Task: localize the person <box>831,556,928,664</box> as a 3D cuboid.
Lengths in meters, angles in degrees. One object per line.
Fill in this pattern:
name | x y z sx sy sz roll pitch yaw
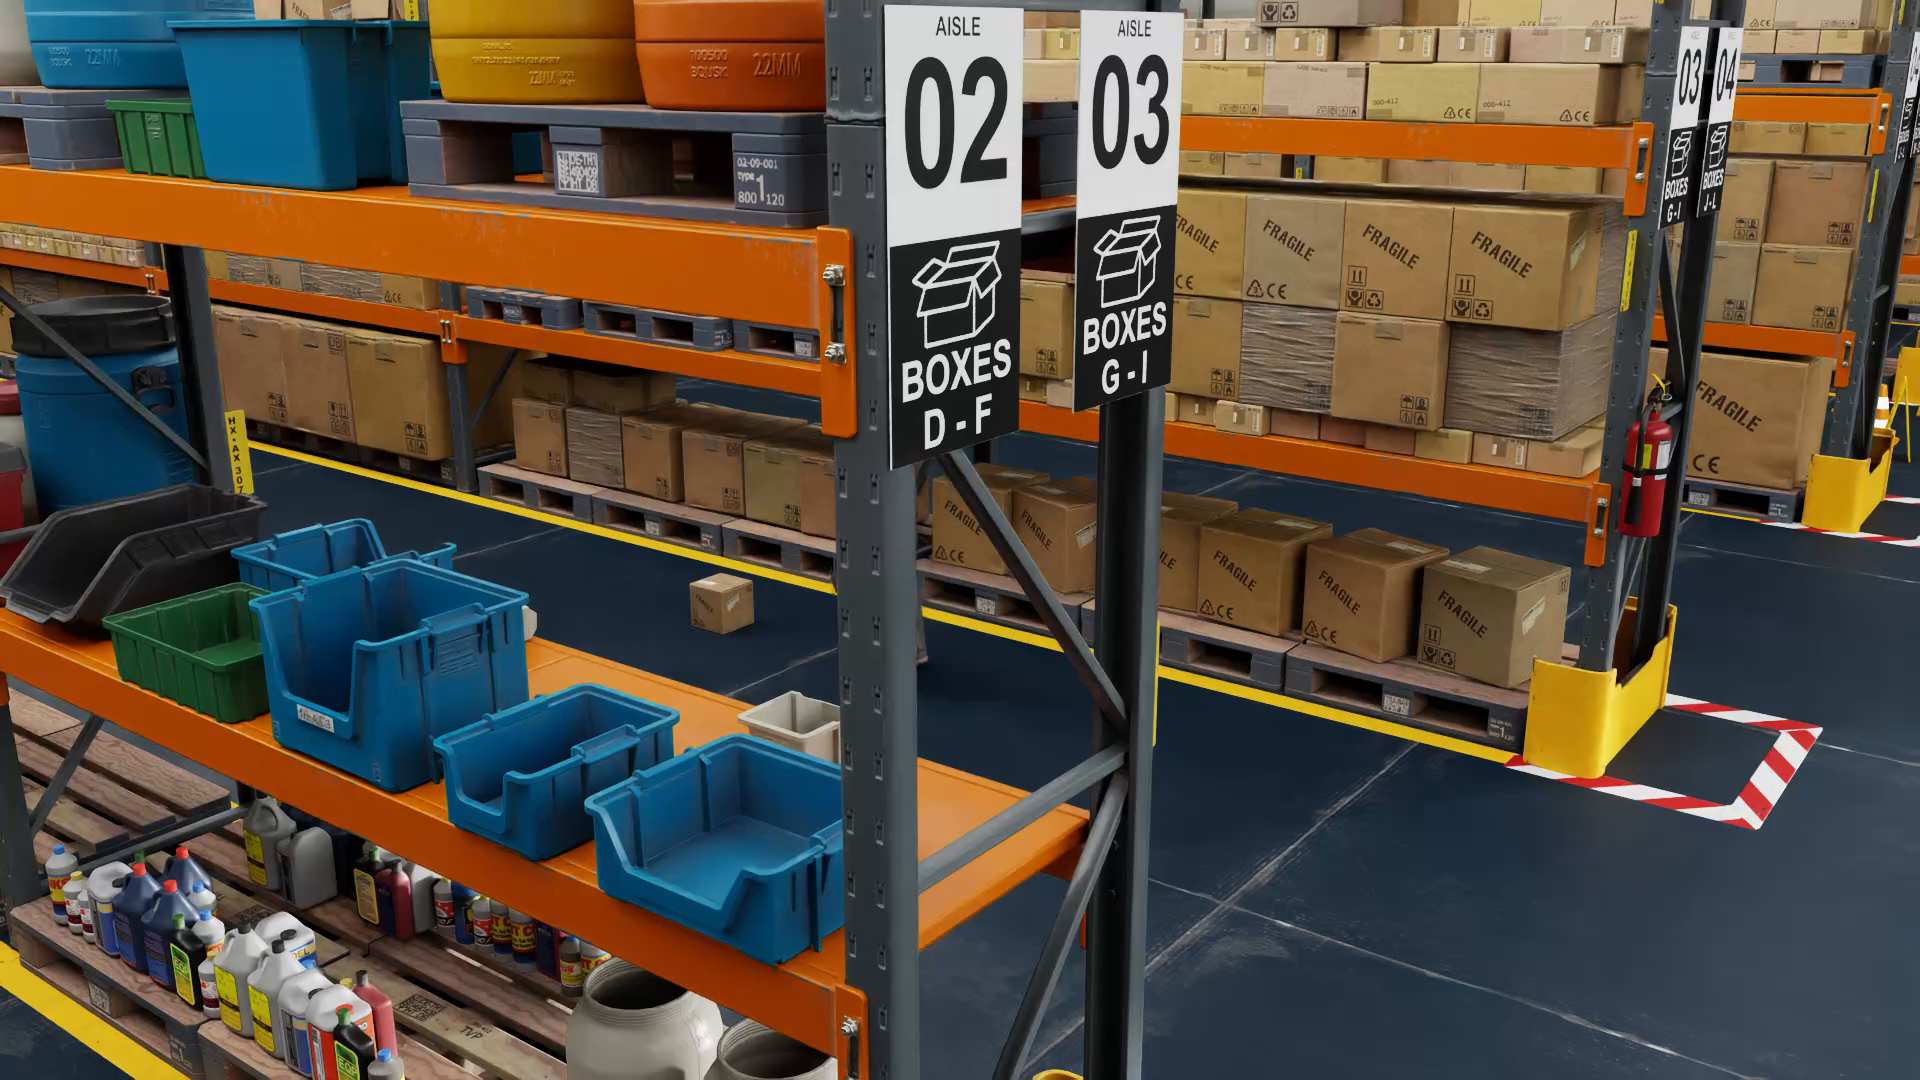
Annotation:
person | -0.391 -0.133 8.463 0.455 1.666 0.516 5 17 17
